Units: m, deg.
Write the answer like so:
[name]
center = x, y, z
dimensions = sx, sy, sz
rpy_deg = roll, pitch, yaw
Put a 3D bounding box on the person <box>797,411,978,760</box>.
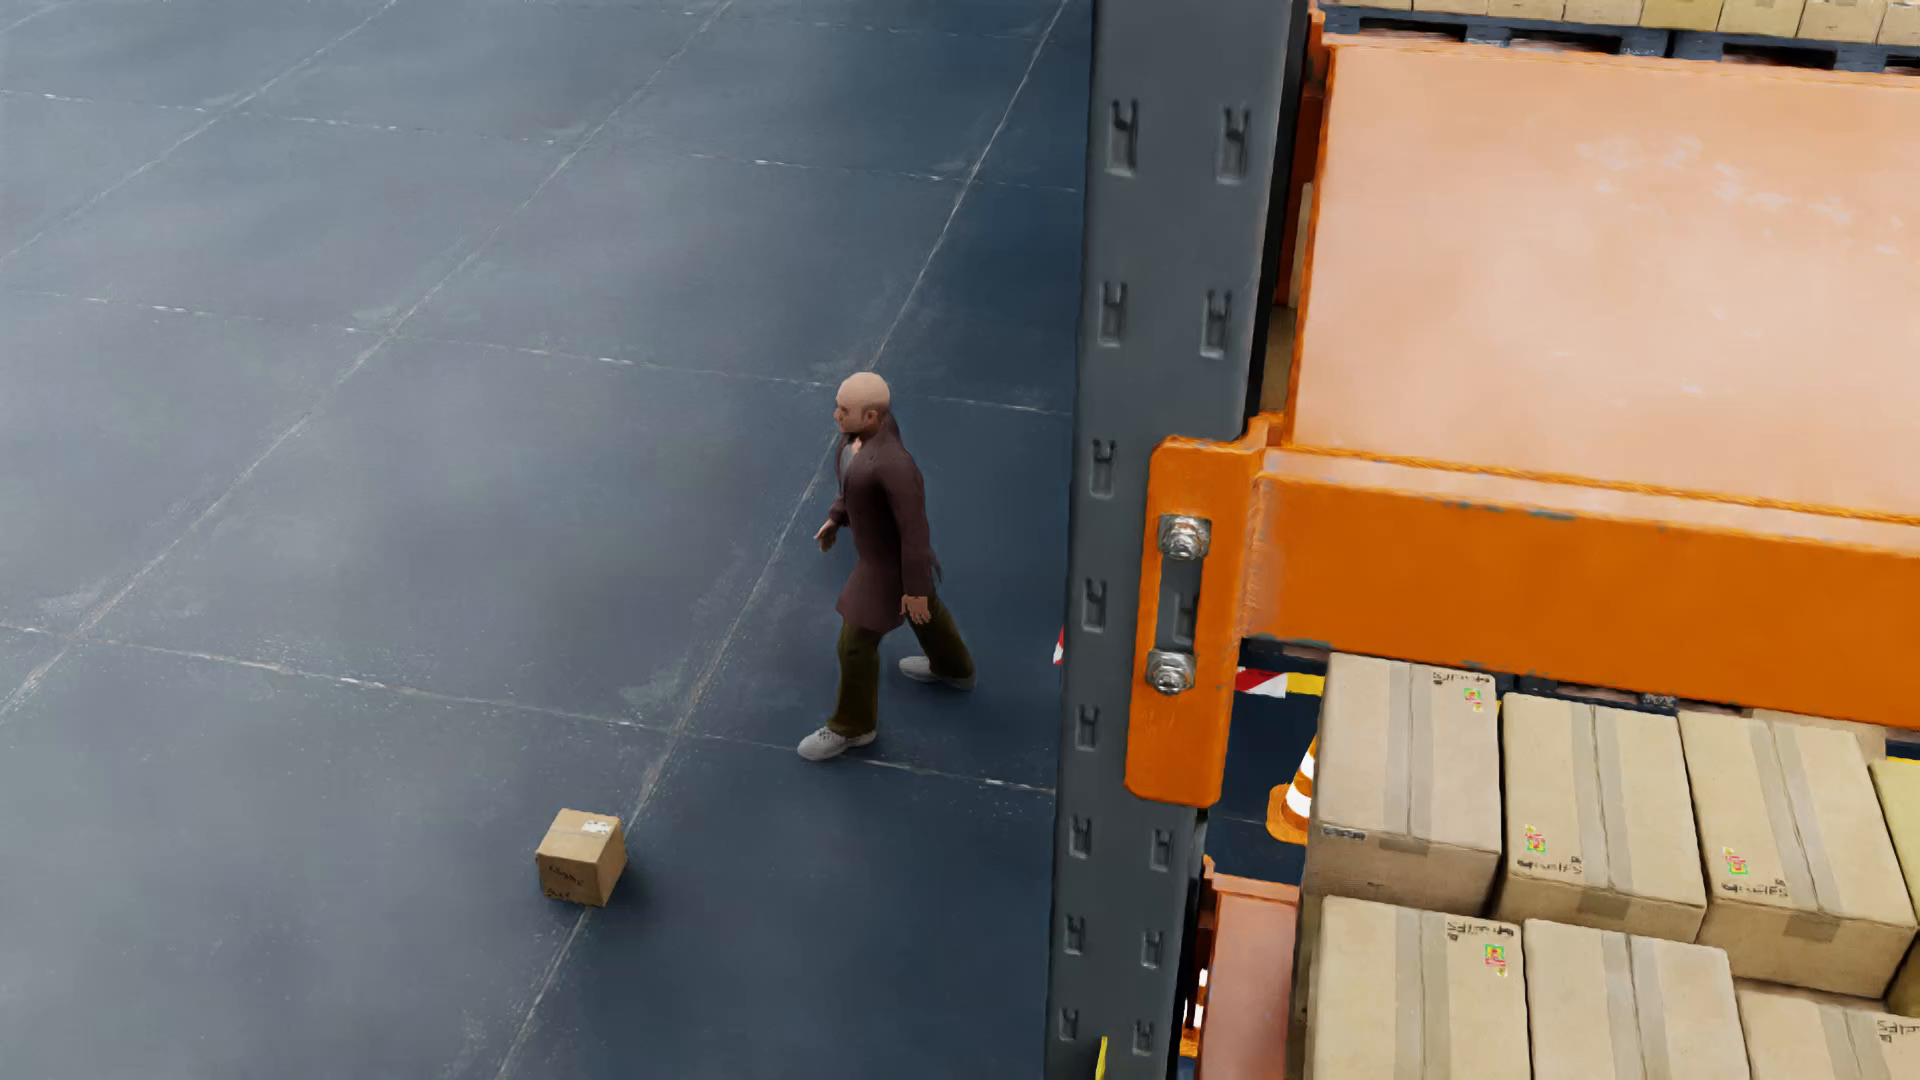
[person]
center = -0.321, 0.144, 6.955
dimensions = 0.854, 1.549, 0.675
rpy_deg = -6, 37, -9
